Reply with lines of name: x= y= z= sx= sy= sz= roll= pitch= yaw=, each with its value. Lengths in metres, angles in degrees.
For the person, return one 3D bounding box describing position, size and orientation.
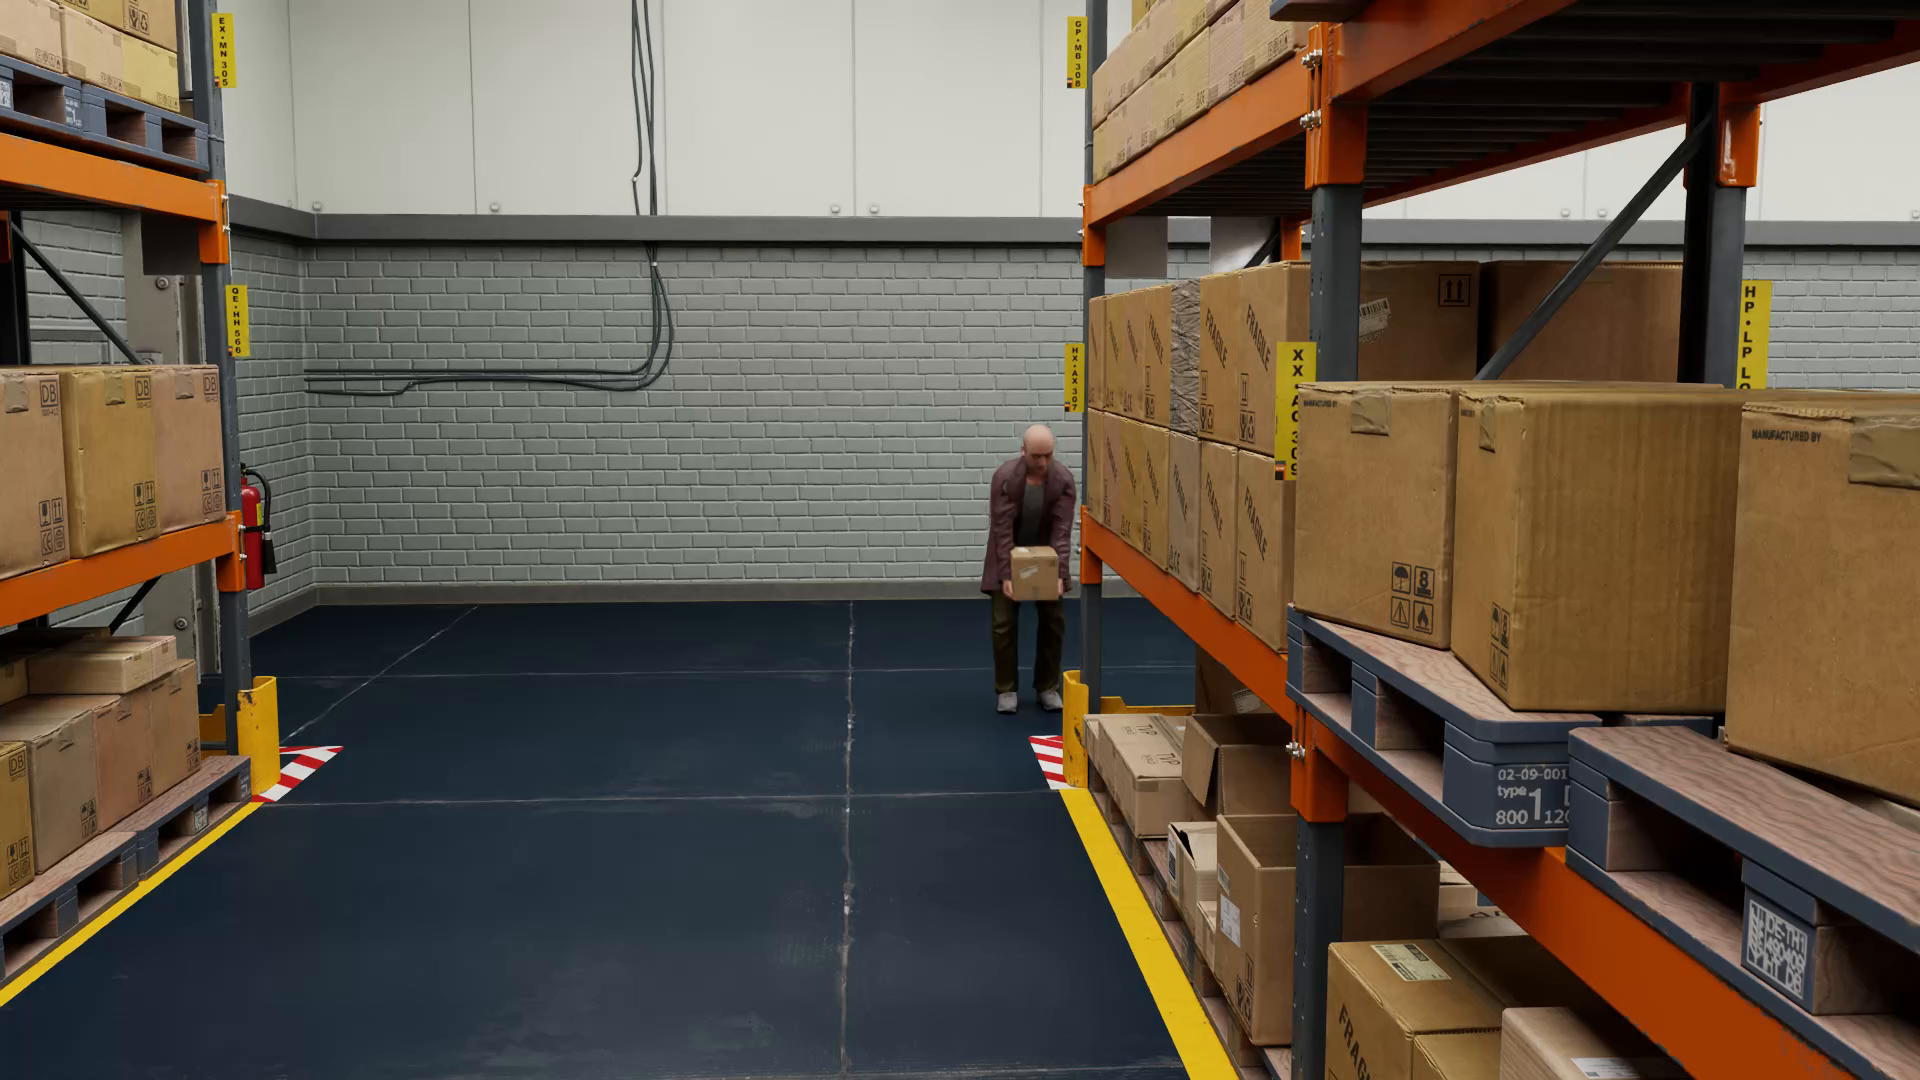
person: x=0.394 y=0.164 z=9.486 sx=0.543 sy=1.649 sz=0.662 roll=-1 pitch=7 yaw=-5
